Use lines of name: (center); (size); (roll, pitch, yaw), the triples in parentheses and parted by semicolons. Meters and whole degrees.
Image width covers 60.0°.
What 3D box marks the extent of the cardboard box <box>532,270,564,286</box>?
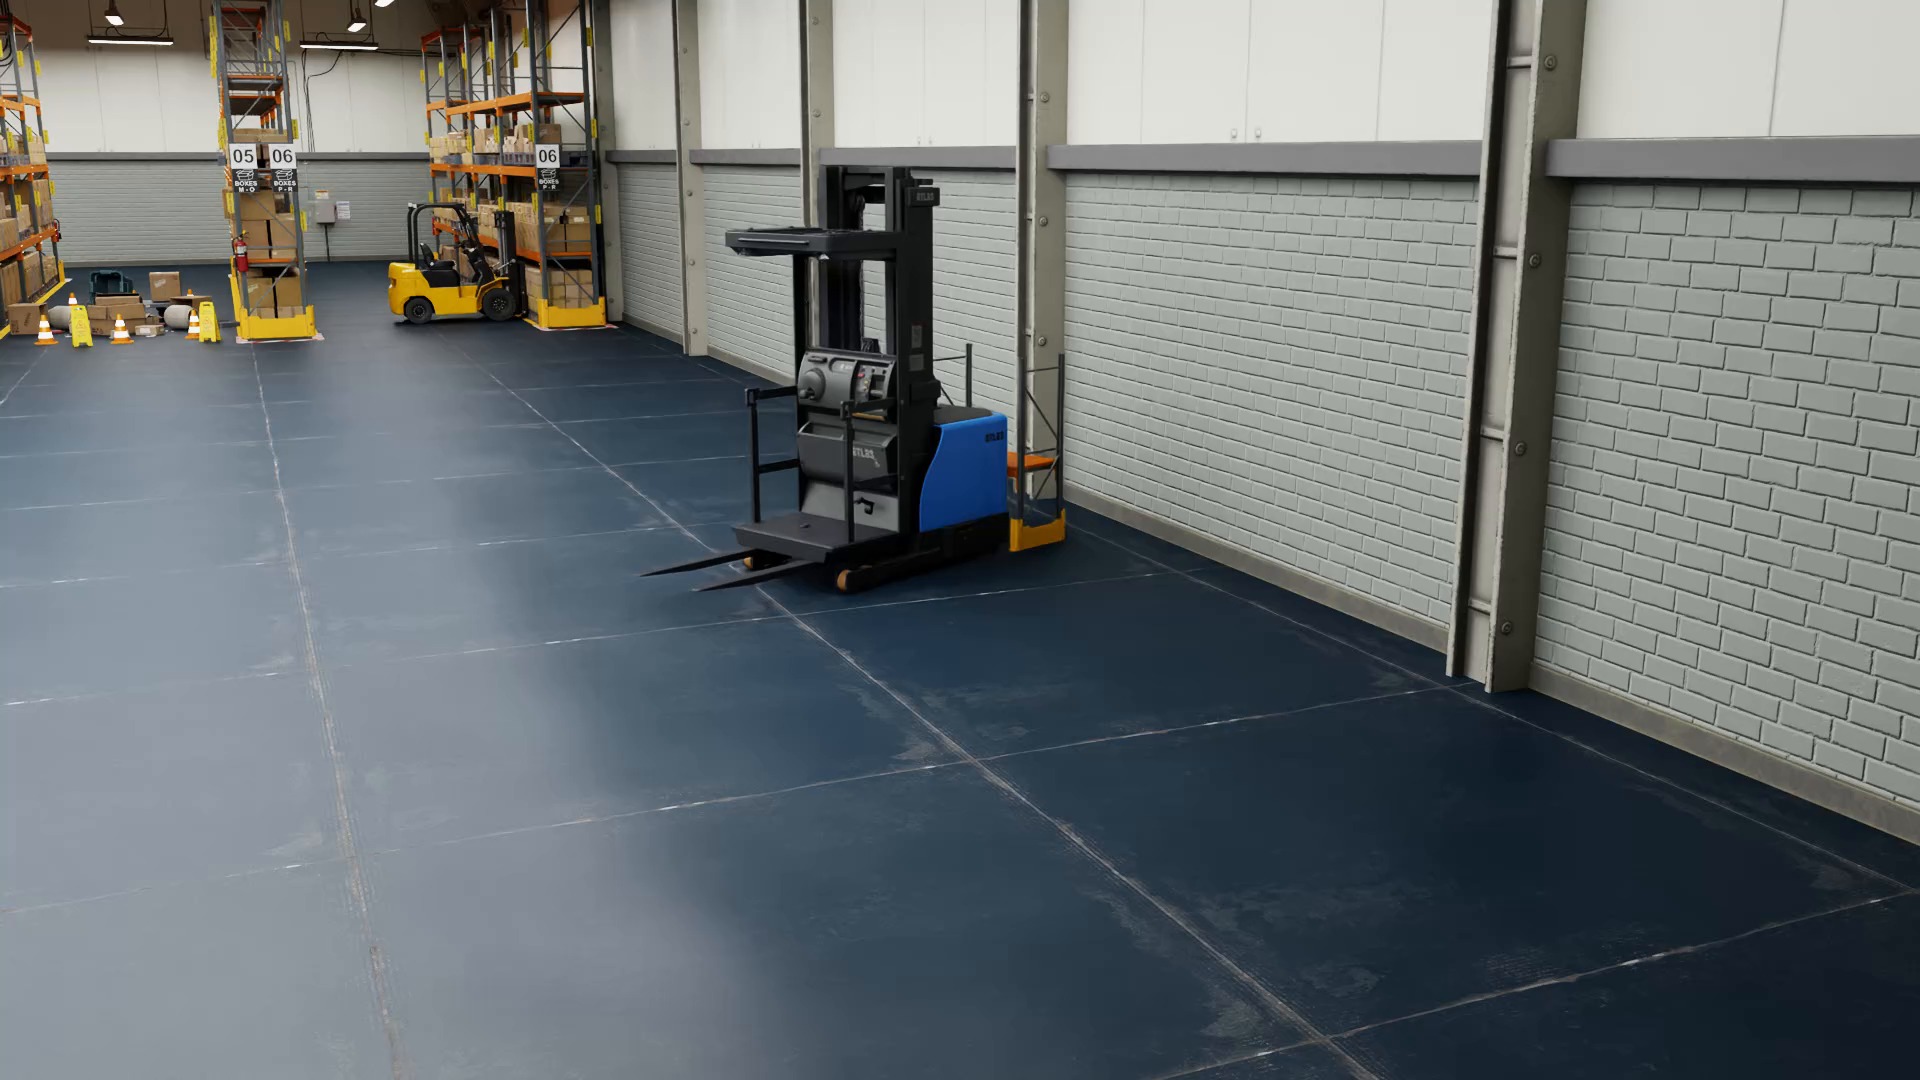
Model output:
cardboard box: (-7.518, -4.787, 30.350); (0.500, 0.250, 0.500); (-5, 14, -21)

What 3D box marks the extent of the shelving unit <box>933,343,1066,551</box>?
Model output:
shelving unit: (0.266, -0.774, 13.390); (1.083, 1.500, 0.587); (13, 18, 43)

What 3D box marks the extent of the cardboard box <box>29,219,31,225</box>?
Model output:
cardboard box: (-20.556, -6.948, 36.364); (0.380, 0.149, 0.250); (-6, 14, -24)

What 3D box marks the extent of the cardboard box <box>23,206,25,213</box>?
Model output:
cardboard box: (-20.242, -7.074, 35.587); (0.380, 0.149, 0.250); (-6, 14, -23)

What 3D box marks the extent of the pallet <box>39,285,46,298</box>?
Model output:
pallet: (-20.583, -5.411, 36.280); (1.003, 0.211, 1.213); (-6, 14, -23)

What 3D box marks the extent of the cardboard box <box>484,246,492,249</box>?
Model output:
cardboard box: (-11.333, -7.046, 40.335); (0.380, 0.149, 0.250); (-6, 14, -23)

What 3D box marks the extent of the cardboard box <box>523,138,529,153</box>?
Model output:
cardboard box: (-7.760, -7.213, 30.377); (0.396, 0.266, 0.258); (-6, 14, -23)

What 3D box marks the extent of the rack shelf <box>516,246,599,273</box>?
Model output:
rack shelf: (-7.849, -5.431, 31.777); (1.077, 0.370, 4.000); (-6, 14, -23)

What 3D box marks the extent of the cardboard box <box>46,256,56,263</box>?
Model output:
cardboard box: (-21.787, -6.676, 39.636); (0.380, 0.149, 0.250); (-6, 14, -24)

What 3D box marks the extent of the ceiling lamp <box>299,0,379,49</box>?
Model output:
ceiling lamp: (-16.664, -14.784, 44.343); (2.000, 3.185, 0.800); (-6, 14, -23)

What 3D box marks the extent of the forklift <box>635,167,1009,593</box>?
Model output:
forklift: (-0.971, -1.182, 11.977); (1.130, 2.935, 3.031); (11, 17, 40)

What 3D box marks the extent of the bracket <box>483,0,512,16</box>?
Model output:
bracket: (-10.428, -12.095, 37.690); (0.076, 0.066, 4.783); (-6, 14, -23)

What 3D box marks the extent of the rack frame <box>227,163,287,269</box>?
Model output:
rack frame: (-14.799, -6.572, 35.112); (1.000, 3.000, 0.127); (-6, 14, -23)

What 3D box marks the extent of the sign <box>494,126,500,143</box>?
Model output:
sign: (-9.144, -8.010, 32.829); (0.100, 0.325, 0.005); (-6, 14, -23)

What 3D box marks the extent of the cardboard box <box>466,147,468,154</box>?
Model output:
cardboard box: (-11.107, -8.923, 38.067); (0.380, 0.149, 0.250); (-5, 14, -21)

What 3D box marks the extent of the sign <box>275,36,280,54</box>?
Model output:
sign: (-12.692, -9.207, 30.946); (0.100, 0.325, 0.005); (-6, 14, -23)

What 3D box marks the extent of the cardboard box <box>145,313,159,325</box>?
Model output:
cardboard box: (-14.837, -4.051, 30.284); (0.396, 0.266, 0.258); (6, 14, 26)

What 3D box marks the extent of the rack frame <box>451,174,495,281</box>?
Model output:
rack frame: (-11.855, -7.847, 40.623); (1.000, 3.000, 0.127); (-6, 14, -23)

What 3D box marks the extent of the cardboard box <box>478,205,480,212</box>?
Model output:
cardboard box: (-10.395, -7.293, 36.568); (0.380, 0.149, 0.250); (-5, 14, -21)

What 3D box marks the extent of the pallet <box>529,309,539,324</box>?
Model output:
pallet: (-7.393, -4.164, 30.892); (1.003, 0.211, 1.213); (-6, 14, -23)

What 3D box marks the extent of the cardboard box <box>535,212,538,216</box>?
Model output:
cardboard box: (-7.512, -5.981, 30.238); (0.380, 0.149, 0.250); (-6, 14, -23)

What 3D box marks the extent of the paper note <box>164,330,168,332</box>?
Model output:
paper note: (-14.000, -3.671, 29.190); (0.148, 0.019, 0.142); (-1, 13, -4)

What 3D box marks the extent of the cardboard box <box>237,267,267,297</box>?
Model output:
cardboard box: (-13.208, -4.829, 31.087); (0.500, 0.500, 0.500); (-5, 14, -20)

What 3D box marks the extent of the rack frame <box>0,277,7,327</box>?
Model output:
rack frame: (-17.692, -5.277, 29.519); (1.000, 3.000, 0.127); (-6, 14, -23)

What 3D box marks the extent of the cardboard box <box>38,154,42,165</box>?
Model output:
cardboard box: (-21.446, -8.758, 38.239); (0.500, 0.250, 0.500); (-5, 14, -20)

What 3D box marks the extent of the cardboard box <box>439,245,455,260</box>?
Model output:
cardboard box: (-13.299, -7.527, 43.845); (0.797, 0.503, 0.637); (-6, 14, -25)

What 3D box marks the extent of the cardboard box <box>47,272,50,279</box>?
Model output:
cardboard box: (-21.305, -6.114, 38.527); (0.380, 0.149, 0.250); (-6, 14, -24)

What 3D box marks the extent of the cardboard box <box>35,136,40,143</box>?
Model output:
cardboard box: (-21.779, -9.383, 38.946); (0.380, 0.149, 0.250); (-5, 14, -22)

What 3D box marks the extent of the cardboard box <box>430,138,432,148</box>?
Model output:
cardboard box: (-13.510, -10.336, 43.288); (0.500, 0.250, 0.500); (-6, 14, -24)

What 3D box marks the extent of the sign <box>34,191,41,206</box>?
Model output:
sign: (-20.390, -7.545, 36.750); (0.100, 0.325, 0.005); (-6, 14, -23)

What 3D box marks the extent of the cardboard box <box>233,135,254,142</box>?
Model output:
cardboard box: (-12.001, -6.690, 27.757); (0.380, 0.149, 0.250); (-5, 14, -22)

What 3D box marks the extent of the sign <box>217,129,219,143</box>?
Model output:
sign: (-18.515, -10.101, 41.596); (0.100, 0.325, 0.005); (-6, 14, -23)

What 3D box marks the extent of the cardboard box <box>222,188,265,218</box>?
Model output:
cardboard box: (-12.494, -5.887, 29.053); (0.700, 0.500, 0.500); (-6, 14, -24)

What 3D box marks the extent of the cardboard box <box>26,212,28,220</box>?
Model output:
cardboard box: (-20.353, -6.987, 35.872); (0.380, 0.149, 0.250); (-5, 14, -21)

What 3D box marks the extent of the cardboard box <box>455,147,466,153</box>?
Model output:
cardboard box: (-11.461, -9.027, 38.470); (0.380, 0.149, 0.250); (-5, 14, -22)

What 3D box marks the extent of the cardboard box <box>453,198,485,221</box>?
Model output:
cardboard box: (-11.659, -7.873, 39.583); (0.700, 0.500, 0.500); (-5, 14, -22)

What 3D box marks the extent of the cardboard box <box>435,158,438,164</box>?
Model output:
cardboard box: (-13.209, -9.705, 42.555); (0.380, 0.149, 0.250); (-6, 14, -23)

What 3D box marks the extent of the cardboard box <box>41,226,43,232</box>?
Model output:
cardboard box: (-21.181, -7.107, 37.984); (0.380, 0.149, 0.250); (-5, 14, -22)

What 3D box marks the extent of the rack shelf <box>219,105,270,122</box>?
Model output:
rack shelf: (-15.600, -9.362, 36.347); (1.077, 0.370, 4.000); (-6, 14, -23)

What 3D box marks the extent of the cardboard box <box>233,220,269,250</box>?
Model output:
cardboard box: (-12.065, -5.200, 28.303); (0.500, 0.500, 0.500); (-6, 14, -24)

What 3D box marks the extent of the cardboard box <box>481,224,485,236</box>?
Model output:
cardboard box: (-10.102, -6.730, 36.127); (0.500, 0.250, 0.500); (-6, 14, -24)

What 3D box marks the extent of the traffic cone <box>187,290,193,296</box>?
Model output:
traffic cone: (-14.976, -4.639, 32.388); (0.336, 0.463, 0.334); (-6, 14, -23)

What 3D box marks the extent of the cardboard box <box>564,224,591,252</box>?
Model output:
cardboard box: (-6.992, -5.544, 30.450); (0.500, 0.500, 0.500); (-5, 14, -21)

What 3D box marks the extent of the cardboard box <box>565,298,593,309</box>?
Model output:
cardboard box: (-7.066, -4.352, 30.688); (0.500, 0.250, 0.500); (-6, 14, -23)

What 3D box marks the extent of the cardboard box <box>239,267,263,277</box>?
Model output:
cardboard box: (-12.363, -4.677, 28.990); (0.380, 0.149, 0.250); (-5, 14, -21)

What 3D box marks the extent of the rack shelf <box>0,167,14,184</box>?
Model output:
rack shelf: (-18.493, -6.801, 31.047); (1.077, 0.370, 4.000); (-6, 14, -23)

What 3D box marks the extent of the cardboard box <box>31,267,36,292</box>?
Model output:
cardboard box: (-19.758, -5.469, 34.959); (0.500, 0.500, 0.500); (-6, 14, -24)

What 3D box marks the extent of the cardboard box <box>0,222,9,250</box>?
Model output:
cardboard box: (-18.057, -5.667, 30.980); (0.500, 0.500, 0.500); (-6, 14, -23)

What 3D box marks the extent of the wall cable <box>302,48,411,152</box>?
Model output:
wall cable: (-17.283, -12.626, 47.885); (2.988, 3.039, 0.133); (-6, 14, -23)

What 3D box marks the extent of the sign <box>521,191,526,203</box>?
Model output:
sign: (-9.746, -7.636, 37.141); (0.100, 0.325, 0.005); (-6, 14, -23)

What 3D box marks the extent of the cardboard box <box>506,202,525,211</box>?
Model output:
cardboard box: (-8.795, -6.611, 32.963); (0.380, 0.149, 0.250); (-5, 14, -22)

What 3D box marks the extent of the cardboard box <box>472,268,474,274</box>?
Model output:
cardboard box: (-11.022, -6.288, 38.497); (0.500, 0.500, 0.500); (-5, 14, -21)
